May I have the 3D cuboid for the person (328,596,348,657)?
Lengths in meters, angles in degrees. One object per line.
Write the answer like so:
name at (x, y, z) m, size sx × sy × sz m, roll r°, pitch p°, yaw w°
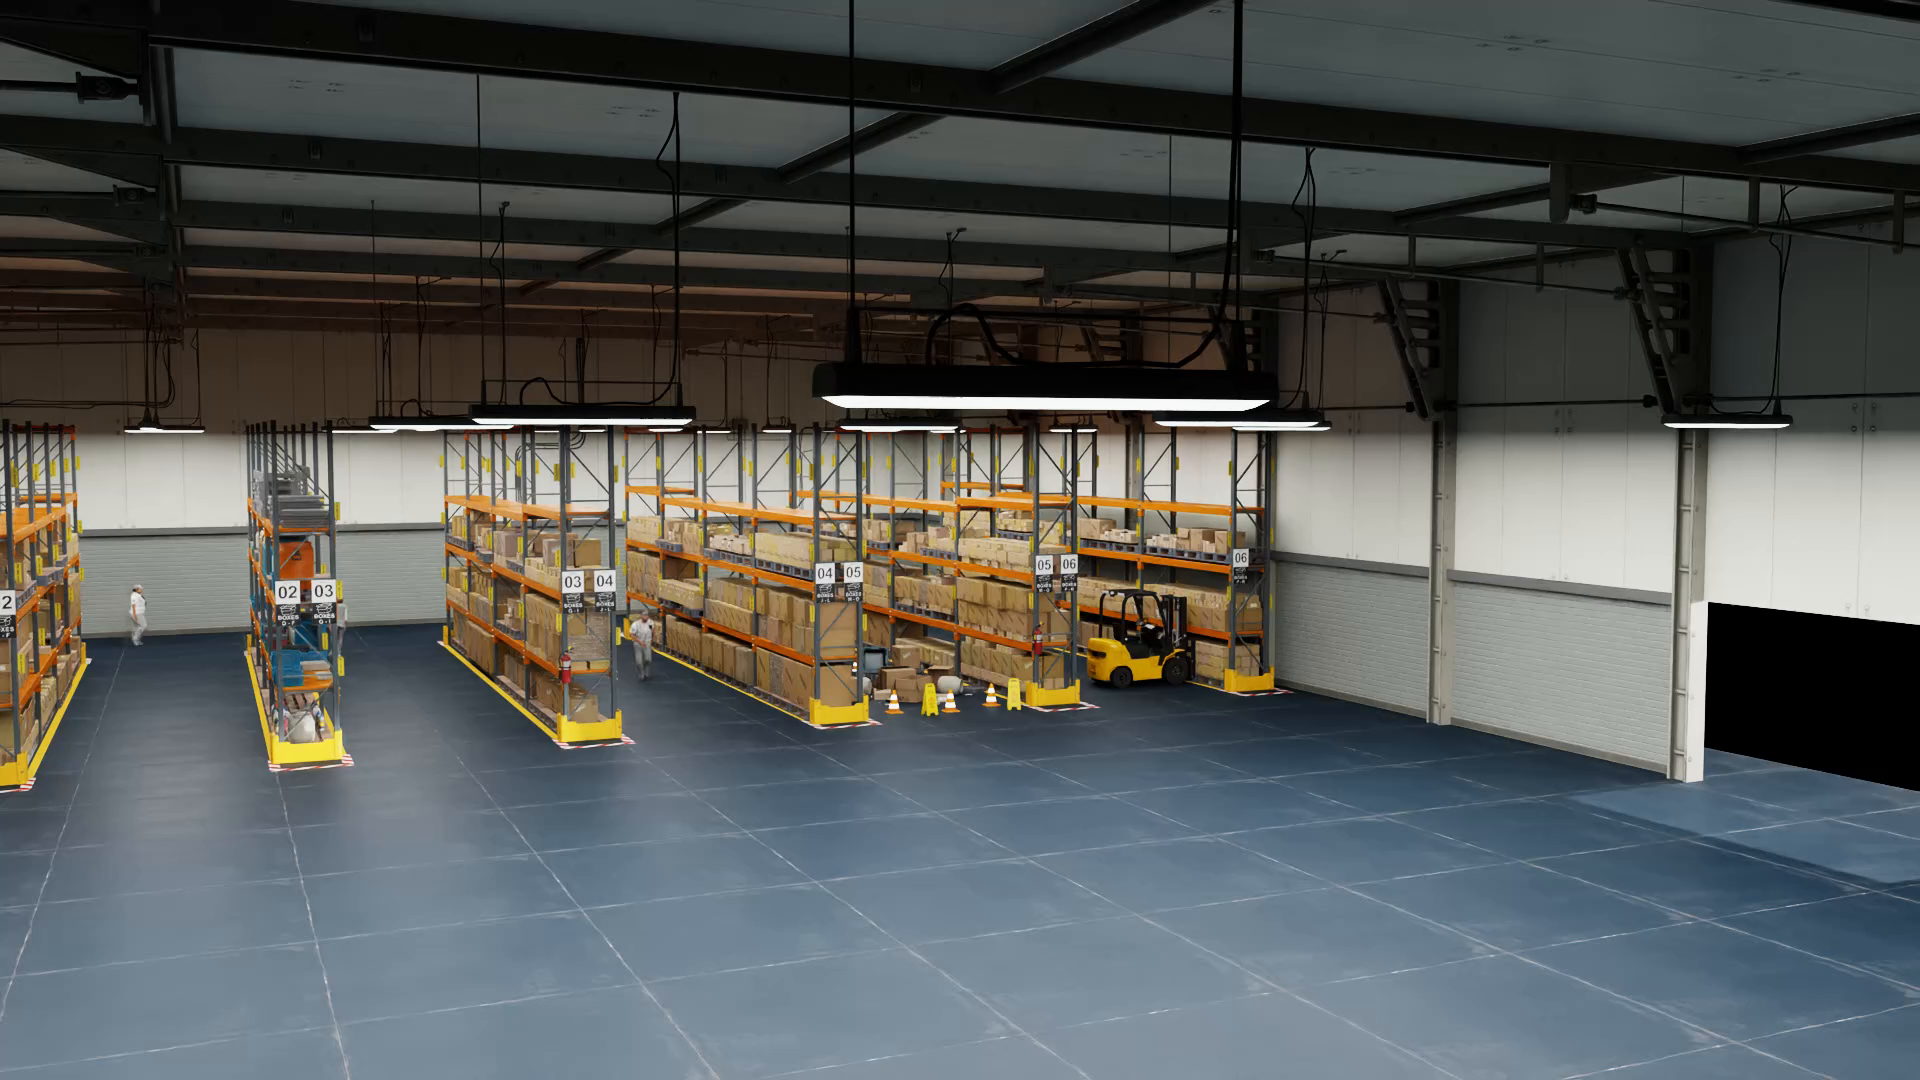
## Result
person at (-16.114, 2.224, 43.037) m, size 0.511 × 1.602 × 0.367 m, roll -1°, pitch 4°, yaw -20°

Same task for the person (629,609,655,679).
person at (-7.463, 2.442, 39.048) m, size 0.612 × 1.691 × 0.739 m, roll -1°, pitch 4°, yaw -16°

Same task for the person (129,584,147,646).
person at (-22.461, 2.053, 45.448) m, size 0.433 × 1.686 × 0.507 m, roll -2°, pitch 4°, yaw -23°
